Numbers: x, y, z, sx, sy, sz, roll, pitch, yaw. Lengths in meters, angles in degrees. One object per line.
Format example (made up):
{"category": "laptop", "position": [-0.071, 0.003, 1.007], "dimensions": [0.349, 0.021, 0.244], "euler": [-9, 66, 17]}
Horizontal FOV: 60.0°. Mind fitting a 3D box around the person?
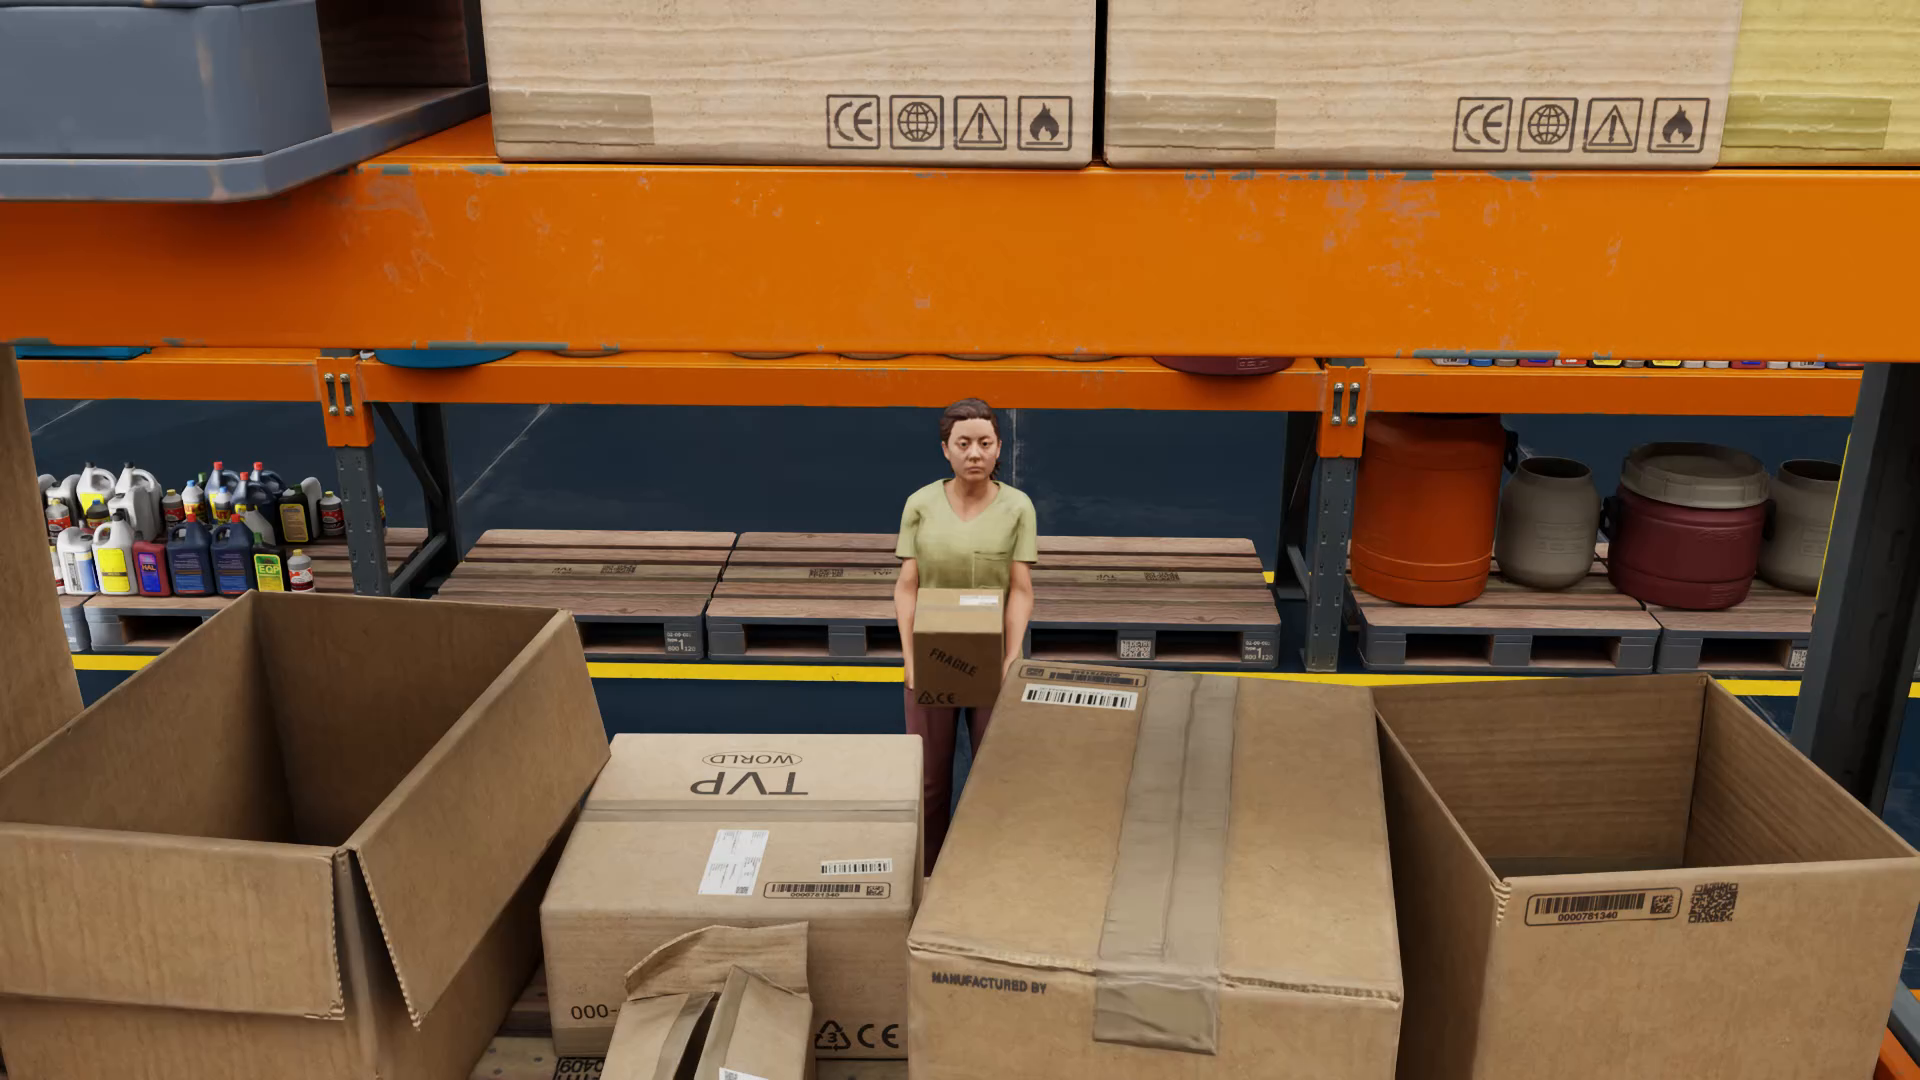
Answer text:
{"category": "person", "position": [0.016, 0.412, 5.018], "dimensions": [0.426, 1.662, 0.561], "euler": [1, 21, 2]}
